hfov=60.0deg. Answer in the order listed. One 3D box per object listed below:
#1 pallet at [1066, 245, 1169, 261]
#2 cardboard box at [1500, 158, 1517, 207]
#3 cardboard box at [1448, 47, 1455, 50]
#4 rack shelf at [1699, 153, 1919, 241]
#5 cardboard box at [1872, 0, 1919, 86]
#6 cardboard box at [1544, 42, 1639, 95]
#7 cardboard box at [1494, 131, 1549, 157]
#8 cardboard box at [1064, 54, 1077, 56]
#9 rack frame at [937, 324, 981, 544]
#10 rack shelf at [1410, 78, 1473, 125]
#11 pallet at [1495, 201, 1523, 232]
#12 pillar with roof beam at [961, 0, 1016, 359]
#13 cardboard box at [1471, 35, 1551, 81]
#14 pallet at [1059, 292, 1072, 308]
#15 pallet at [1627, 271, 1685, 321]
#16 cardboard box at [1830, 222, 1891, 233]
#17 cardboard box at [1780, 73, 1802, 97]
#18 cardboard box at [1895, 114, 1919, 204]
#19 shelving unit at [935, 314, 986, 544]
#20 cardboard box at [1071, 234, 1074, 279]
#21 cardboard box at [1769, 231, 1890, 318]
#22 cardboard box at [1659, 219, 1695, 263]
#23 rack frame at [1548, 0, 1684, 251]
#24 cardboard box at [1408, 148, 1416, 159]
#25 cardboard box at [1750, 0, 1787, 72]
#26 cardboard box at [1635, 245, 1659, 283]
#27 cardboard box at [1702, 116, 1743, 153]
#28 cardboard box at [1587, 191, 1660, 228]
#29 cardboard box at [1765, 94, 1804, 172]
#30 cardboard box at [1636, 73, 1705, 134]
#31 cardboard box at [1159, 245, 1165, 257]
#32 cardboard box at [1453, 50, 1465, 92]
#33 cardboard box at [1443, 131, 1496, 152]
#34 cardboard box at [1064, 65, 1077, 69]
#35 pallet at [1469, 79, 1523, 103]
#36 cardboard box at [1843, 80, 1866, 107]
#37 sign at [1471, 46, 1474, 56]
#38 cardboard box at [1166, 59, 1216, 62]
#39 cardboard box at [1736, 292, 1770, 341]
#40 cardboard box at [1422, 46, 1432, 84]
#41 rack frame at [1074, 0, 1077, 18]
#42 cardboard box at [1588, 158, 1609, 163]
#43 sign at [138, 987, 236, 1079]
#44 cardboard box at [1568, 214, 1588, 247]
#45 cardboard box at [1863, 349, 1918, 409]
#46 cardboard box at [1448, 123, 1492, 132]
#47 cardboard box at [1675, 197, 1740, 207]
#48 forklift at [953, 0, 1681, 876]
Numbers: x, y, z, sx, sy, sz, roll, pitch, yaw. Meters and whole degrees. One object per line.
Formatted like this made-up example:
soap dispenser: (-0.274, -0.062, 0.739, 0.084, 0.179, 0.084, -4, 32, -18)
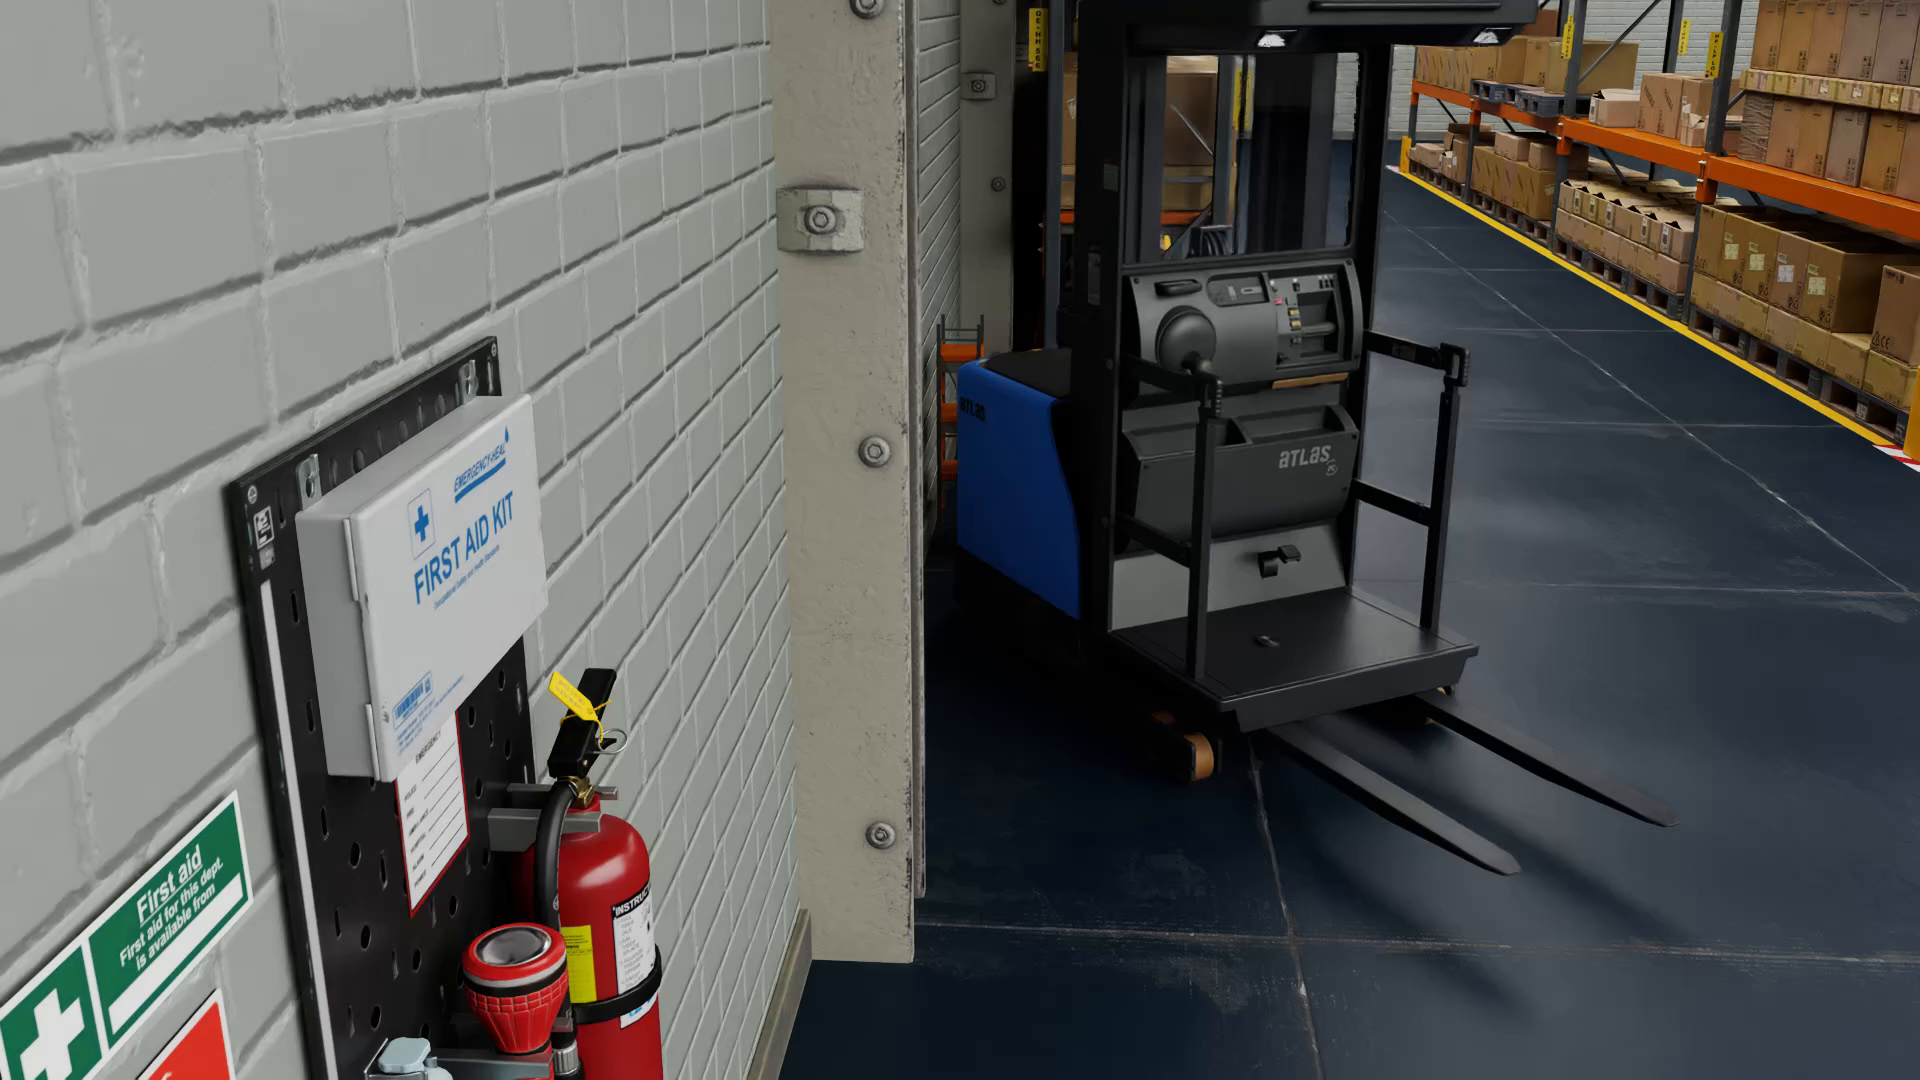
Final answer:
pallet: (1.401, -2.521, 15.279, 1.003, 0.211, 1.213, 1, 18, 4)
cardboard box: (6.391, -3.998, 18.616, 0.500, 0.500, 0.500, 1, 18, 2)
cardboard box: (6.625, -6.601, 21.485, 0.500, 0.500, 0.500, 1, 18, 4)
rack shelf: (6.059, -2.152, 10.830, 1.077, 0.370, 4.000, 1, 18, 4)
cardboard box: (6.034, -3.018, 10.073, 0.700, 0.500, 0.500, 1, 18, 4)
cardboard box: (6.422, -4.803, 16.928, 0.700, 0.500, 0.500, -5, 19, -15)
cardboard box: (6.427, -4.522, 19.010, 0.500, 0.250, 0.500, 1, 18, 4)
cardboard box: (0.979, -3.217, 11.929, 0.500, 0.500, 0.500, 1, 18, 4)
rack frame: (-0.005, -0.478, 7.695, 0.200, 1.050, 0.008, 1, 18, 4)
rack shelf: (6.920, -5.879, 22.204, 1.077, 0.370, 4.000, 1, 18, 4)
pallet: (6.671, -3.641, 18.697, 1.003, 0.211, 1.213, 1, 18, 4)
pillar with roof beam: (4.456, -4.974, 8.651, 9.100, 9.000, 0.400, 1, 18, 4)
cardboard box: (6.519, -5.705, 19.681, 0.700, 0.500, 0.500, -5, 19, -15)
pallet: (1.249, -1.690, 12.742, 1.003, 0.211, 1.213, 1, 18, 4)
pallet: (6.217, -2.020, 13.749, 1.003, 0.211, 1.213, 1, 18, 4)
cardboard box: (6.308, -1.905, 11.458, 0.500, 0.500, 0.500, 1, 18, 4)
cardboard box: (5.938, -3.152, 11.524, 0.380, 0.149, 0.250, 1, 18, 3)
cardboard box: (5.995, -2.228, 9.746, 0.700, 0.500, 0.500, 2, 18, 5)
shelving unit: (0.004, -0.516, 7.810, 0.215, 1.050, 0.252, 1, 18, 4)
cardboard box: (1.298, -2.475, 13.967, 0.700, 0.500, 0.500, 2, 18, 6)
cardboard box: (5.752, -1.762, 11.019, 0.500, 0.500, 0.500, 1, 18, 4)
cardboard box: (5.946, -2.407, 13.292, 0.500, 0.311, 0.500, 1, 18, 4)
rack frame: (6.489, -4.358, 16.405, 1.000, 3.000, 0.127, 1, 18, 4)
cardboard box: (6.690, -5.574, 23.989, 0.380, 0.149, 0.250, 1, 18, 4)
cardboard box: (6.177, -3.641, 11.975, 0.700, 0.500, 0.500, 1, 18, 4)
cardboard box: (5.981, -2.301, 13.868, 0.500, 0.250, 0.500, 1, 18, 3)
cardboard box: (6.194, -3.198, 13.106, 0.500, 0.250, 0.500, 2, 18, 7)
cardboard box: (6.091, -3.039, 15.222, 0.500, 0.311, 0.500, 1, 18, 2)
cardboard box: (6.146, -2.861, 11.676, 0.700, 0.500, 0.500, 1, 18, 3)
cardboard box: (6.385, -3.884, 14.798, 0.500, 0.500, 0.500, 0, 18, 1)
cardboard box: (1.227, -1.923, 12.282, 0.500, 0.500, 0.500, 0, 18, 0)
cardboard box: (6.592, -5.969, 21.160, 0.500, 0.500, 0.500, 2, 18, 5)
cardboard box: (6.906, -5.206, 22.297, 0.797, 0.503, 0.637, 1, 18, 4)
cardboard box: (0.842, -2.584, 9.997, 0.500, 0.500, 0.500, 2, 18, 5)
pallet: (6.610, -5.263, 19.476, 1.003, 0.211, 1.213, 1, 18, 4)
cardboard box: (5.862, -2.834, 10.551, 0.380, 0.149, 0.250, 1, 18, 3)
sign: (6.234, -6.021, 20.091, 0.100, 0.325, 0.005, 1, 18, 4)
cardboard box: (1.423, -2.893, 10.939, 0.500, 0.500, 0.500, 2, 18, 6)
cardboard box: (5.785, -1.561, 11.610, 0.500, 0.250, 0.500, 1, 18, 4)
cardboard box: (6.736, -6.598, 23.080, 0.500, 0.500, 0.500, 1, 18, 3)
rack frame: (1.835, -5.709, 20.530, 1.000, 3.000, 0.127, 1, 18, 4)
cardboard box: (6.912, -3.994, 18.604, 0.500, 0.500, 0.500, 1, 18, 2)
sign: (-0.626, 0.563, 1.329, 0.001, 0.329, 0.234, 1, 18, 4)
cardboard box: (6.124, -2.938, 15.815, 0.500, 0.250, 0.500, 1, 18, 2)
cardboard box: (5.660, -0.939, 9.713, 0.500, 0.250, 0.500, 1, 18, 4)
cardboard box: (7.270, -5.689, 23.776, 0.500, 0.500, 0.500, 1, 18, 4)
cardboard box: (6.590, -2.875, 14.721, 0.500, 0.311, 0.500, 2, 18, 5)
forklift: (1.085, -0.750, 5.506, 1.130, 2.935, 3.031, -9, 20, -25)
